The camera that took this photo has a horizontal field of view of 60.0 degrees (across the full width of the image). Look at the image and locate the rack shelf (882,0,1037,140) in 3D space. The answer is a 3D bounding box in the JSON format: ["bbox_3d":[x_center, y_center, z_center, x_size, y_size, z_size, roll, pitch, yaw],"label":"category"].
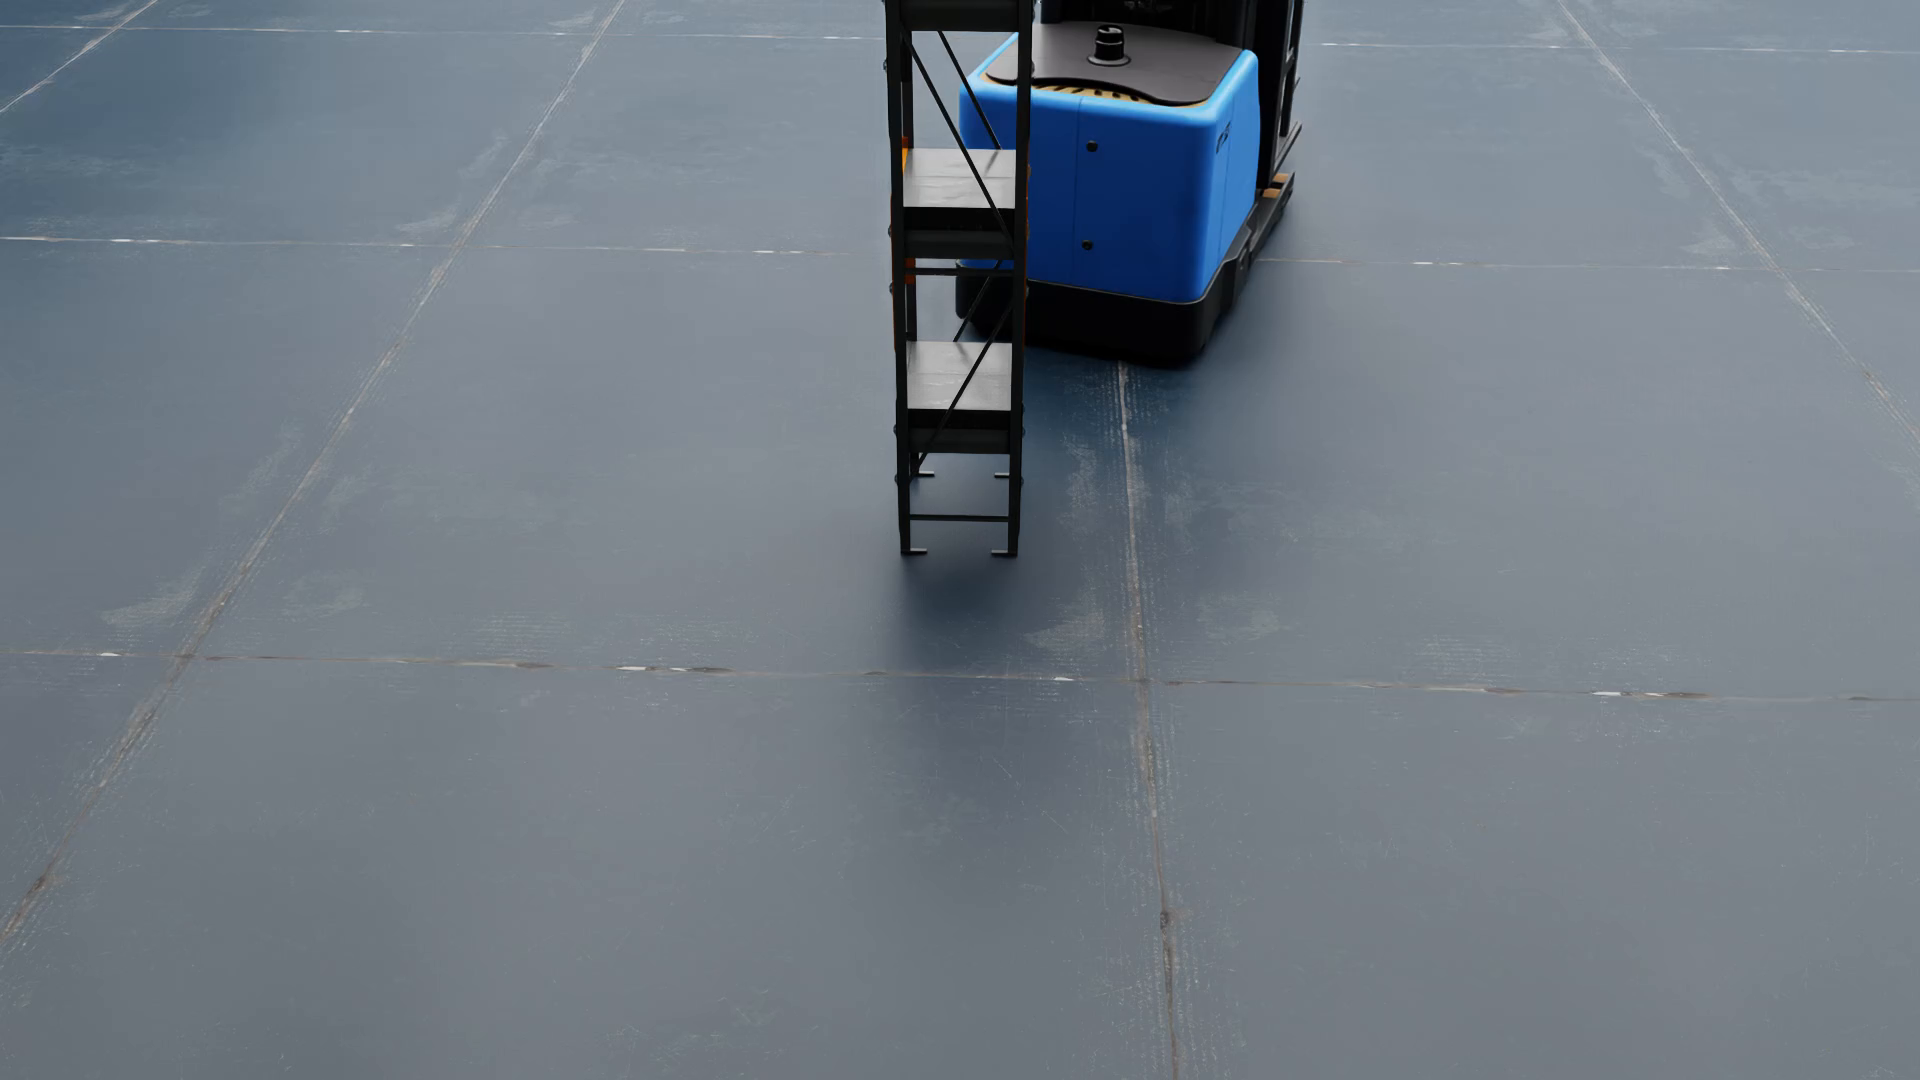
[{"bbox_3d":[0.007,-1.516,4.887,0.431,0.518,0.480,1,35,2],"label":"rack shelf"}]

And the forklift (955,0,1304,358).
[{"bbox_3d":[0.973,-2.773,7.147,1.130,2.935,3.031,12,37,17],"label":"forklift"}]

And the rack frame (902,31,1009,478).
[{"bbox_3d":[0.016,-1.094,5.481,0.400,2.100,0.015,1,35,2],"label":"rack frame"}]

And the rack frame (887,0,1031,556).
[{"bbox_3d":[-0.003,-0.814,5.082,0.400,2.100,0.015,1,35,2],"label":"rack frame"}]

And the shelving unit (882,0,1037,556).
[{"bbox_3d":[0.007,-0.954,5.282,0.431,2.100,0.503,1,35,2],"label":"shelving unit"}]

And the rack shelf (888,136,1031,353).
[{"bbox_3d":[0.007,-0.943,5.289,0.431,0.518,0.480,1,35,2],"label":"rack shelf"}]

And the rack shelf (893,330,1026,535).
[{"bbox_3d":[0.007,-0.370,5.692,0.431,0.518,0.480,1,35,2],"label":"rack shelf"}]
